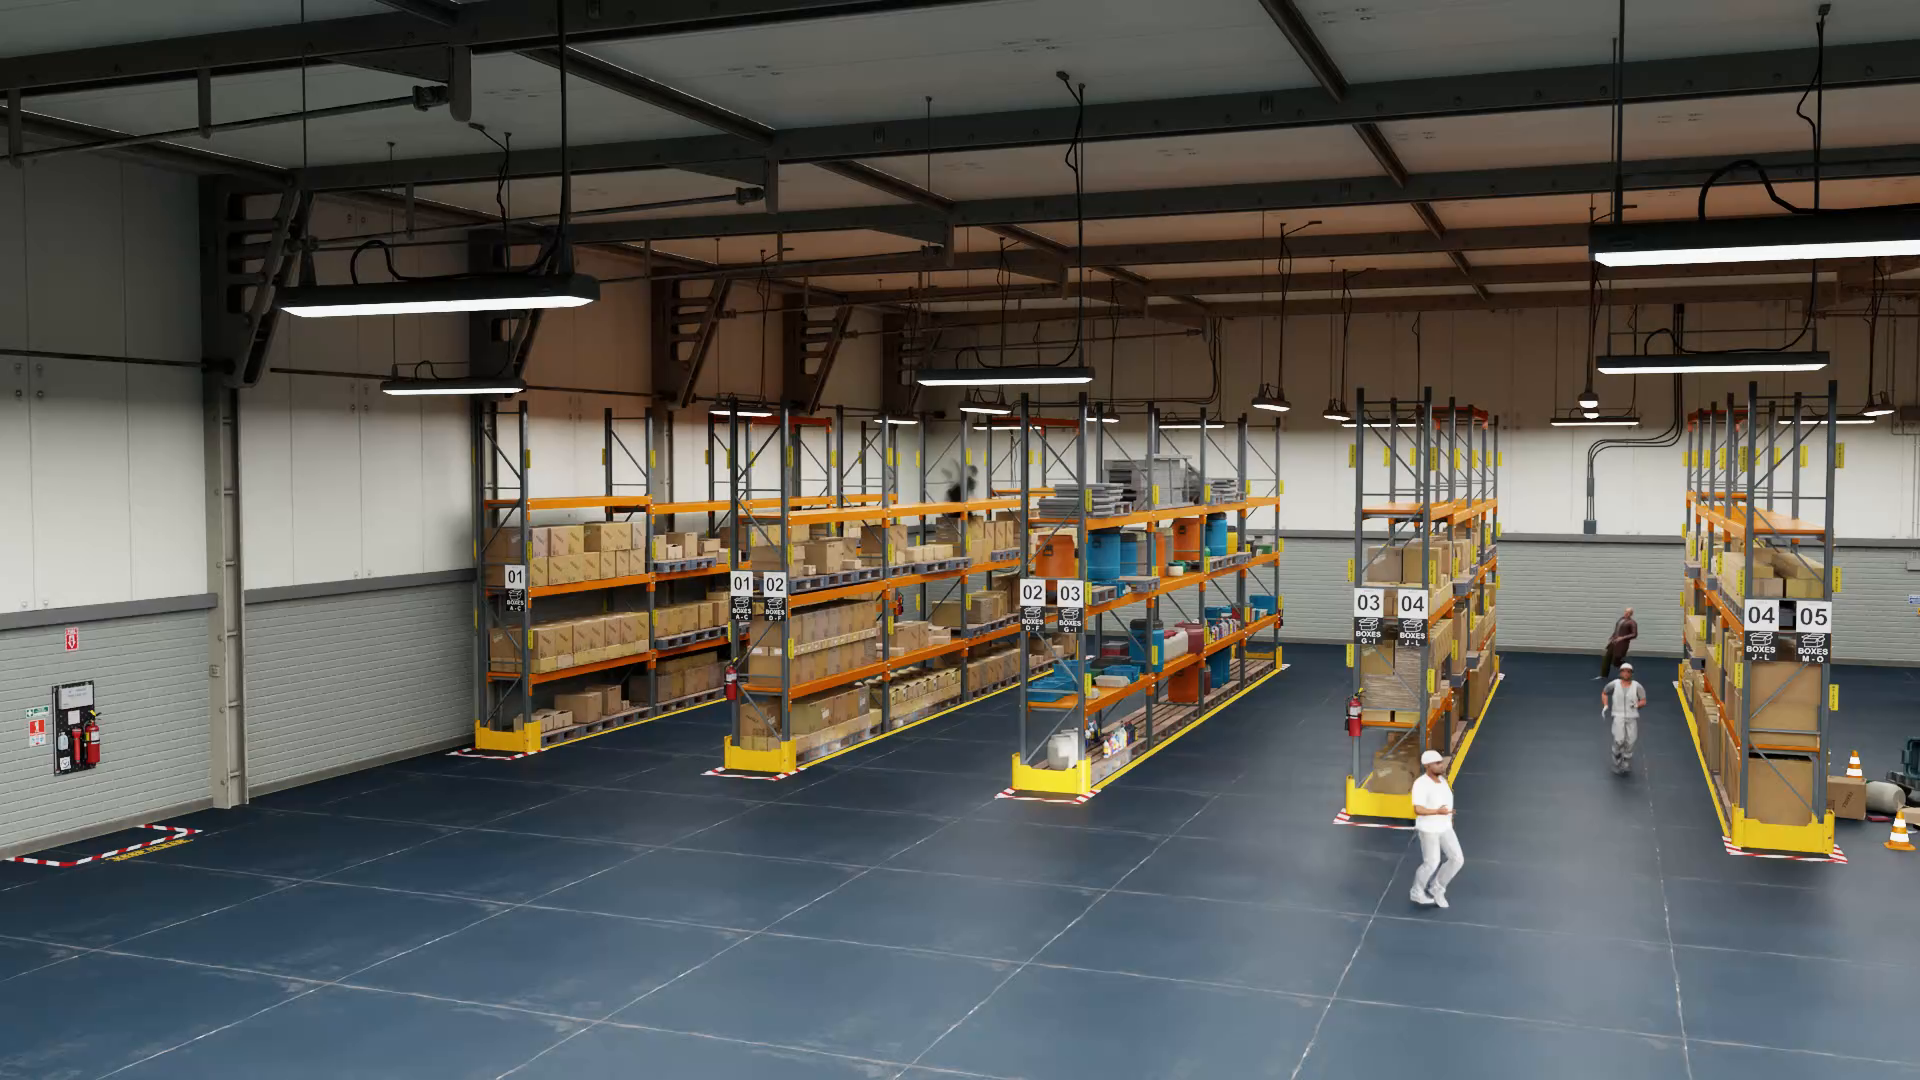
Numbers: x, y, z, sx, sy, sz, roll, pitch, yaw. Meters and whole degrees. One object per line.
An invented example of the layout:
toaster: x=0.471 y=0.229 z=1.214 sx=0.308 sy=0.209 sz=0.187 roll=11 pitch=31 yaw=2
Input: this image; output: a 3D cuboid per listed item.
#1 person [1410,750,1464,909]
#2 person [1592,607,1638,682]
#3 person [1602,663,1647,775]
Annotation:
person: x=5.307 y=3.229 z=18.459 sx=0.676 sy=1.783 sz=0.661 roll=-2 pitch=3 yaw=-37
person: x=14.751 y=2.348 z=37.186 sx=0.862 sy=1.715 sz=0.774 roll=-1 pitch=3 yaw=-13
person: x=10.485 y=2.827 z=26.239 sx=0.649 sy=1.769 sz=0.687 roll=1 pitch=3 yaw=16
